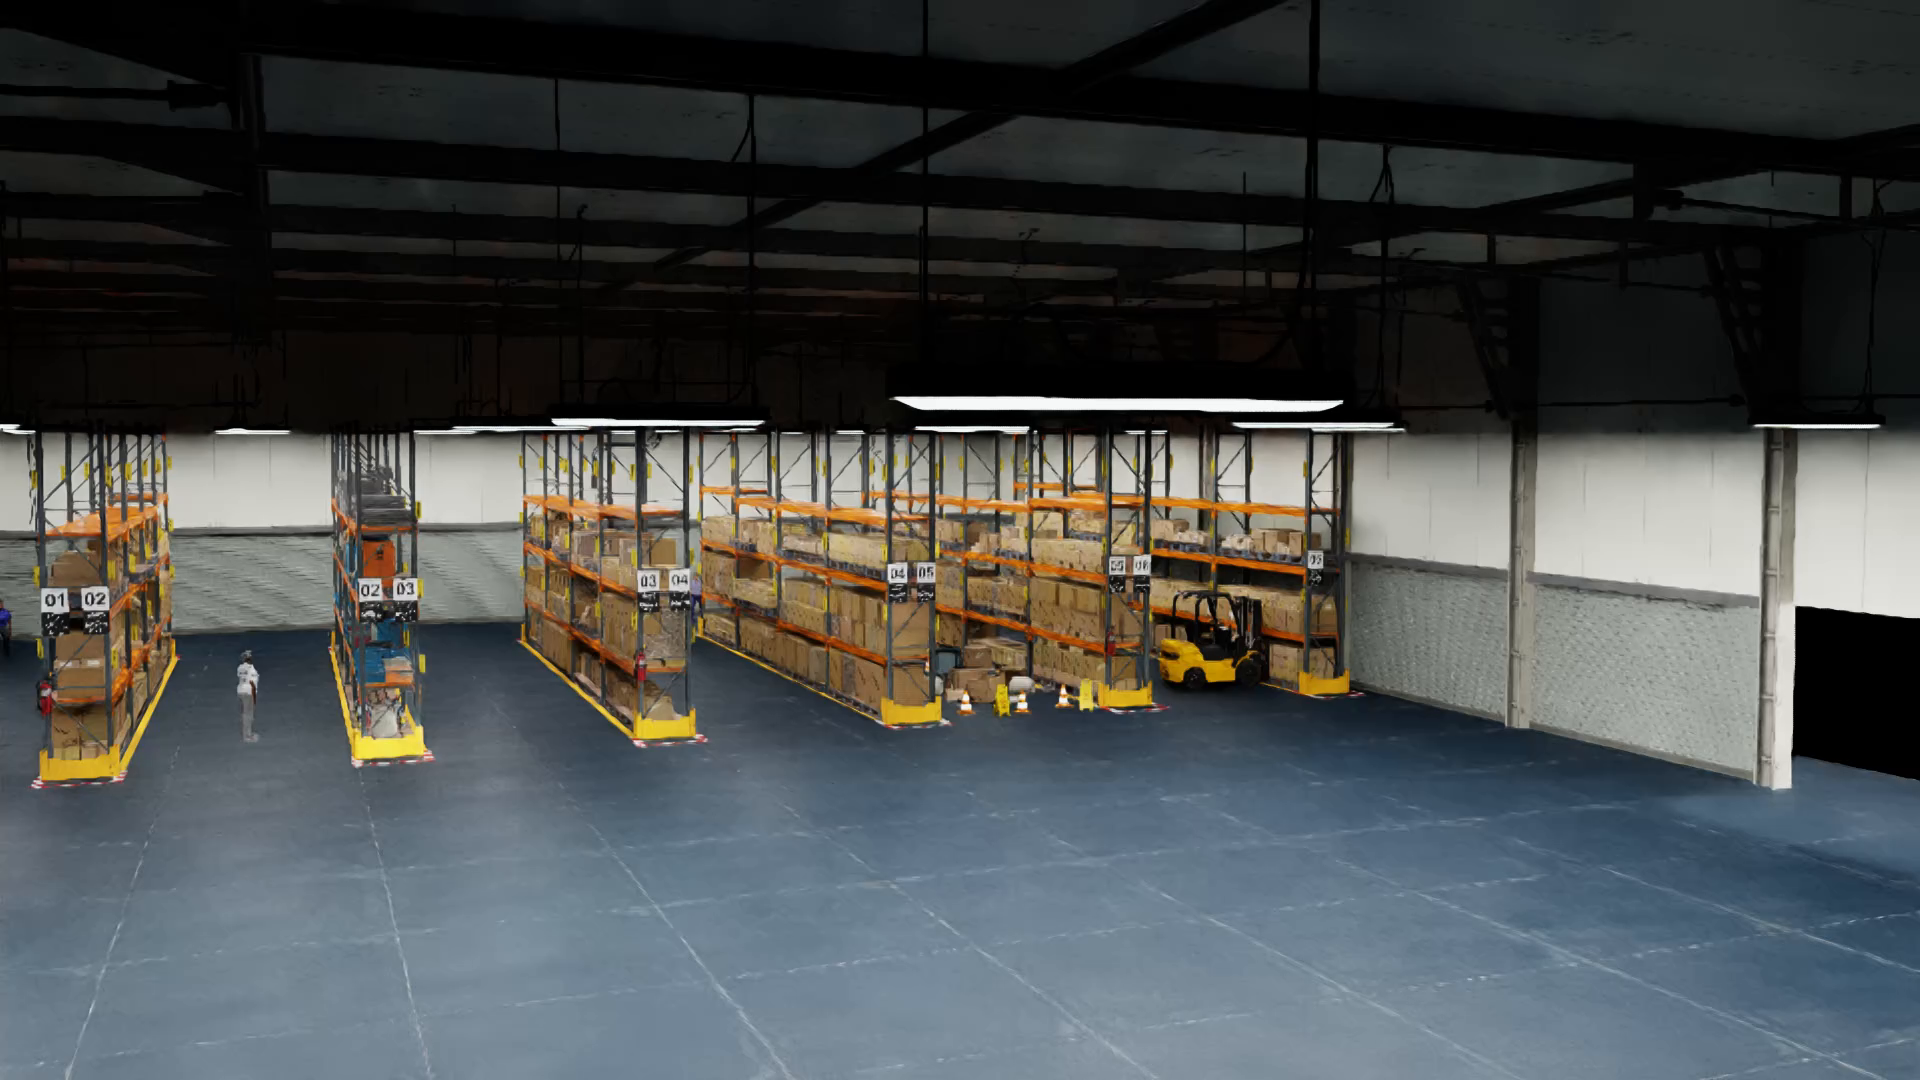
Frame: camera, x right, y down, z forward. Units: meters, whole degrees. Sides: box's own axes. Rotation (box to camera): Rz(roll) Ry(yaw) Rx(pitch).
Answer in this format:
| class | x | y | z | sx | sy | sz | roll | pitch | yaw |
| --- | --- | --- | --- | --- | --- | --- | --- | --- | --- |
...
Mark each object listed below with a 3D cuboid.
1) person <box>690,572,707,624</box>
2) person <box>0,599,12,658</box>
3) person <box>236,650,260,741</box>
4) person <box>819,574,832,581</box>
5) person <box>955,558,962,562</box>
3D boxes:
| class | x | y | z | sx | sy | sz | roll | pitch | yaw |
| --- | --- | --- | --- | --- | --- | --- | --- | --- | --- |
| person | -8.029 | 1.750 | 50.929 | 0.531 | 1.585 | 0.946 | 0 | 4 | 0 |
| person | -24.350 | 2.279 | 42.254 | 0.445 | 1.574 | 1.091 | -2 | 4 | -24 |
| person | -13.390 | 2.917 | 31.323 | 0.502 | 1.677 | 0.422 | 3 | 5 | 38 |
| person | -4.205 | 1.611 | 52.349 | 0.576 | 1.655 | 0.491 | 2 | 4 | 32 |
| person | 0.022 | 1.473 | 53.974 | 0.566 | 1.784 | 0.620 | 2 | 4 | 33 |
